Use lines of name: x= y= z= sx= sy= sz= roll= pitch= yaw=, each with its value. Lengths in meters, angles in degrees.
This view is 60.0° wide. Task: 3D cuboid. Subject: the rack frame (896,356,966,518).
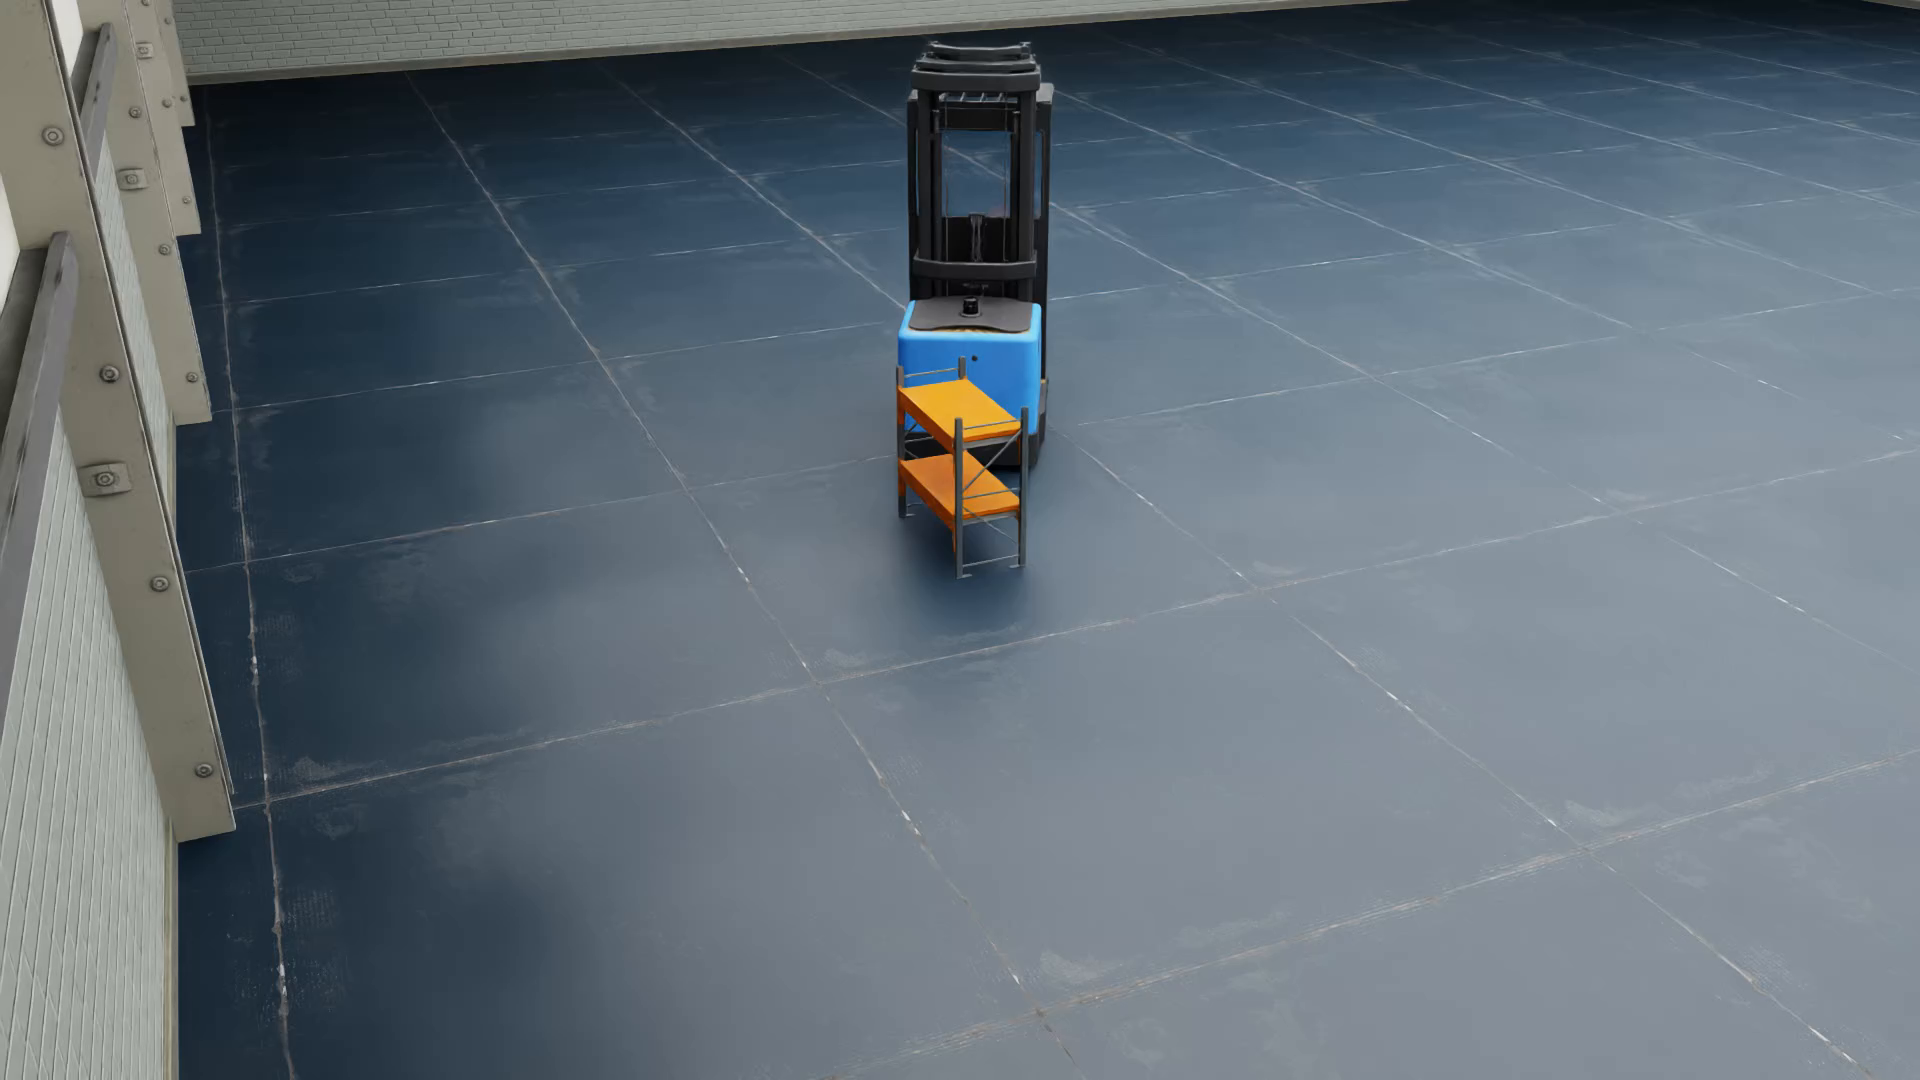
rack frame: x=-0.196 y=-0.708 z=11.564 sx=0.500 sy=1.125 sz=0.032 roll=-11 pitch=28 yaw=-21

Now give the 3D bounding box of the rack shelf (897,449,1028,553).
rack shelf: x=0.003 y=-0.283 z=11.251 sx=0.538 sy=0.278 sz=1.000 roll=-11 pitch=28 yaw=-21

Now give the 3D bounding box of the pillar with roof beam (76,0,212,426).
pillar with roof beam: x=-2.265 y=-5.794 z=13.007 sx=9.100 sy=9.000 sz=0.400 roll=-11 pitch=28 yaw=-21

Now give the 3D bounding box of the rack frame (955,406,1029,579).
rack frame: x=0.202 y=-0.298 z=10.723 sx=0.500 sy=1.125 sz=0.032 roll=-11 pitch=28 yaw=-21

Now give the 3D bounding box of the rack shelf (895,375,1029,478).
rack shelf: x=0.003 y=-0.766 z=11.015 sx=0.538 sy=0.278 sz=1.000 roll=-11 pitch=28 yaw=-21

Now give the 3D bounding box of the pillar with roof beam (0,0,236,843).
pillar with roof beam: x=0.085 y=-3.372 z=8.046 sx=9.100 sy=9.000 sz=0.400 roll=-11 pitch=28 yaw=-21

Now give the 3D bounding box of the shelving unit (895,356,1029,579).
shelving unit: x=0.003 y=-0.503 z=11.144 sx=0.538 sy=1.125 sz=1.048 roll=-11 pitch=28 yaw=-21

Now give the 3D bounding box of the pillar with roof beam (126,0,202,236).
pillar with roof beam: x=-4.615 y=-8.217 z=17.968 sx=9.100 sy=9.000 sz=0.400 roll=-11 pitch=28 yaw=-21

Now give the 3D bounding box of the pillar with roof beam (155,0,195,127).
pillar with roof beam: x=-6.964 y=-10.639 z=22.929 sx=9.100 sy=9.000 sz=0.400 roll=-11 pitch=28 yaw=-21

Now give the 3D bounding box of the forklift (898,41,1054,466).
forklift: x=0.164 y=-2.480 z=13.135 sx=1.130 sy=2.935 sz=3.031 roll=2 pitch=26 yaw=4
